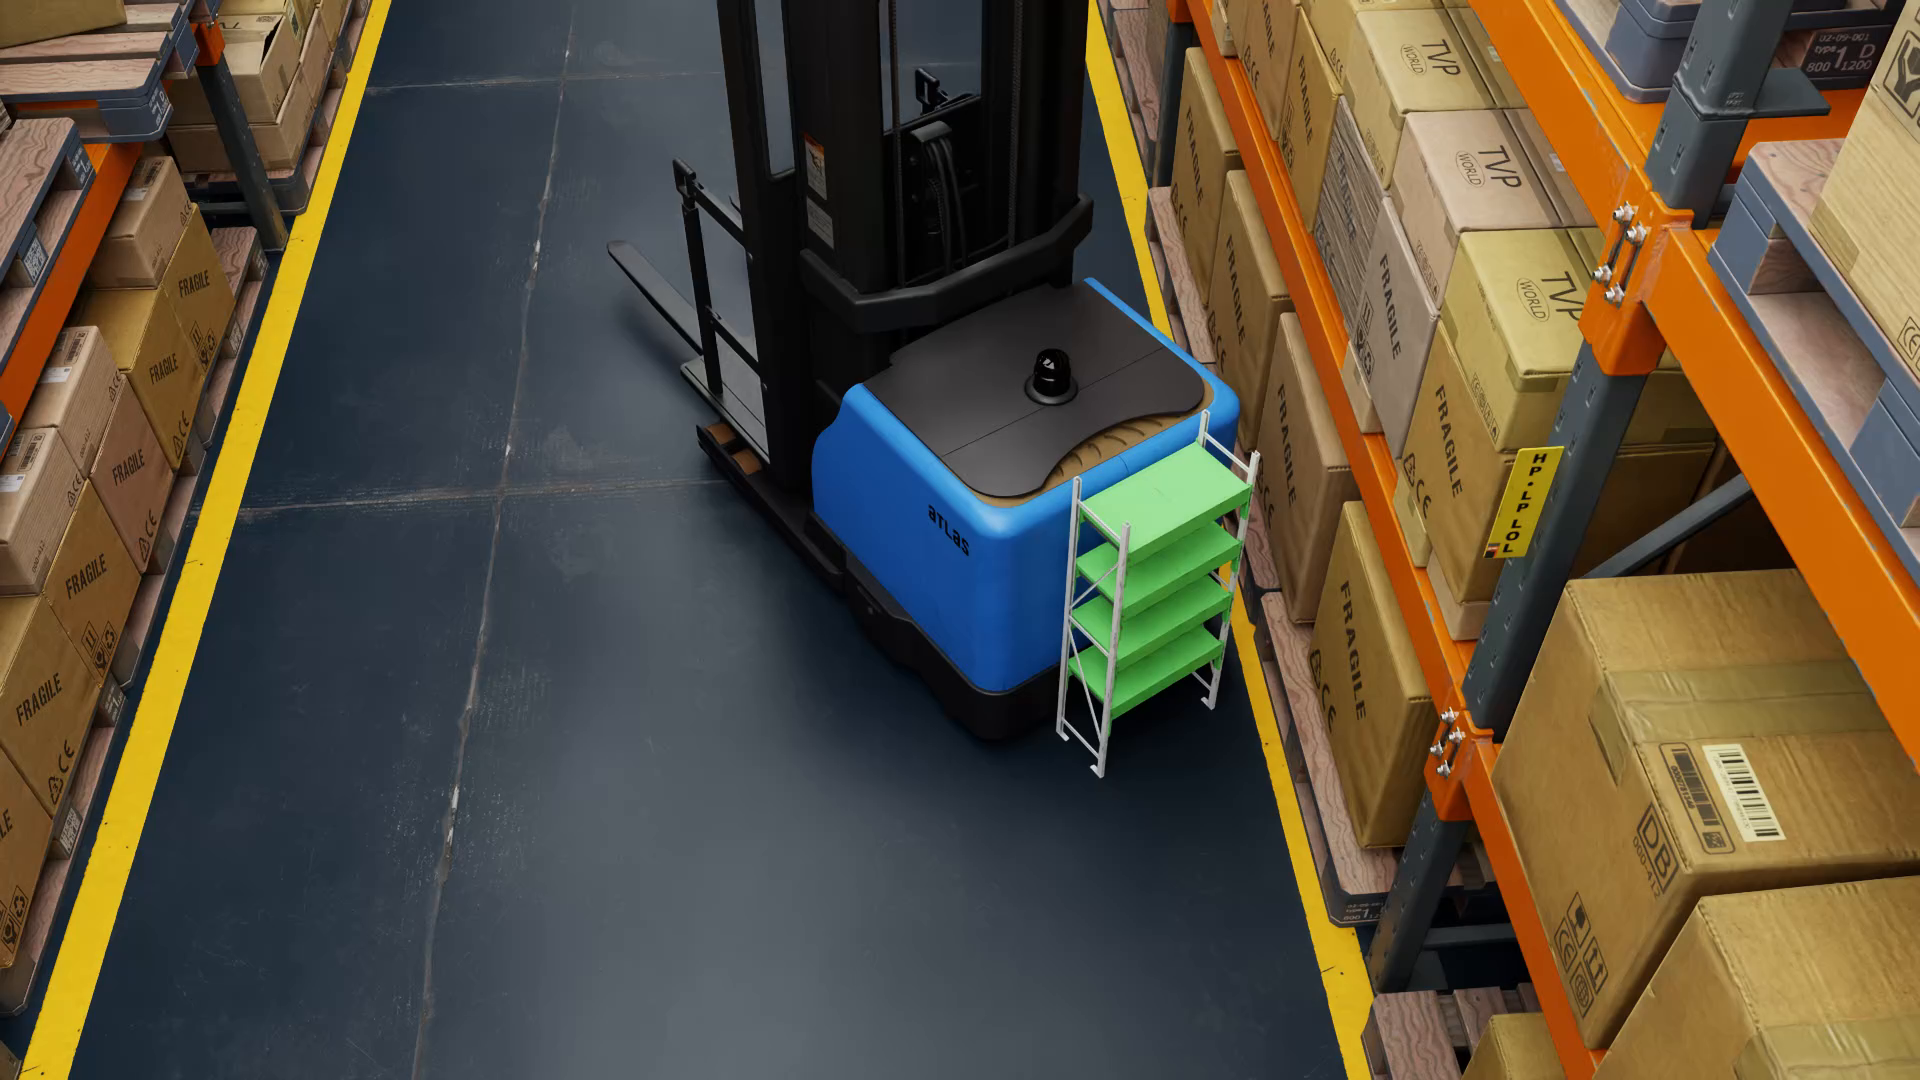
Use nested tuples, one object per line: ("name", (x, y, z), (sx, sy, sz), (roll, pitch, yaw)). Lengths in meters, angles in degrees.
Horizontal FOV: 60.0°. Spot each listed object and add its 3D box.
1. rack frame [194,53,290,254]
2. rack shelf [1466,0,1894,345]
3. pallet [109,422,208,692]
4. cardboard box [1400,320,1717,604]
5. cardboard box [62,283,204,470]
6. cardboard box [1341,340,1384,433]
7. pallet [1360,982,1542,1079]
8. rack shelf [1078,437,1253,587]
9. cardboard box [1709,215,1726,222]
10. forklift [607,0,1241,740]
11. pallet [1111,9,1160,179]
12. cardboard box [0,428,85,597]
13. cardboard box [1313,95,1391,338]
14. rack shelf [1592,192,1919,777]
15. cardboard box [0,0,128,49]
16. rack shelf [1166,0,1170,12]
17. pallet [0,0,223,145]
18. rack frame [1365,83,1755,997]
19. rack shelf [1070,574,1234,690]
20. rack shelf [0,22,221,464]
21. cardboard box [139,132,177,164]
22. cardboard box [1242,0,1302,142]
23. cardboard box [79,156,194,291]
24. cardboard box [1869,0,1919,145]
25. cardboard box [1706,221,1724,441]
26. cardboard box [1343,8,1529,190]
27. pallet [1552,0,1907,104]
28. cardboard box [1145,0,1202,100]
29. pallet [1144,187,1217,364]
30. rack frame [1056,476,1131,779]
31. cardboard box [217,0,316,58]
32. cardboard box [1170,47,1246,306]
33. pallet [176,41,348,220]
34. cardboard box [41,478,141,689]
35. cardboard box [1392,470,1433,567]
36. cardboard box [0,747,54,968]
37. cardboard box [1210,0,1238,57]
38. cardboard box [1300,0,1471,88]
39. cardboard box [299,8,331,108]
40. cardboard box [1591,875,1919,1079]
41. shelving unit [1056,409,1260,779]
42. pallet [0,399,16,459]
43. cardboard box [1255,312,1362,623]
("rack frame", (-3.540, -2.335, 6.395), (1.000, 3.000, 0.127), (-3, 47, -3))
("rack shelf", (1.564, -1.976, 4.485), (1.077, 0.370, 4.000), (-3, 47, -3))
("pallet", (-3.416, 0.047, 6.060), (1.003, 0.211, 1.213), (-3, 47, -3))
("cardboard box", (1.441, -0.207, 4.093), (0.500, 0.500, 0.500), (-4, 47, -4))
("cardboard box", (-3.184, -0.590, 6.161), (0.500, 0.500, 0.500), (-5, 47, -5))
("cardboard box", (1.319, -0.452, 4.771), (0.380, 0.149, 0.250), (-3, 47, -3))
("pallet", (1.717, 1.769, 4.429), (1.003, 0.211, 1.213), (-3, 47, -3))
("rack shelf", (0.599, -0.087, 4.933), (0.480, 0.148, 0.258), (-28, 52, -24))
("cardboard box", (1.902, -0.873, 4.207), (0.500, 0.250, 0.500), (-3, 47, -3))
("forklift", (-0.367, -1.379, 5.537), (1.130, 2.935, 3.031), (-28, 52, -24))
("pallet", (1.332, -2.245, 8.231), (1.003, 0.211, 1.213), (-3, 47, -3))
("cardboard box", (-3.086, -0.079, 5.161), (0.500, 0.250, 0.500), (-3, 47, -3))
("cardboard box", (1.355, -0.939, 4.786), (0.500, 0.500, 0.500), (-3, 47, -3))
("rack shelf", (1.899, 0.918, 1.744), (1.077, 0.370, 4.000), (-3, 47, -3))
("cardboard box", (-3.375, -2.065, 5.782), (0.700, 0.500, 0.500), (-18, 49, -16))
("rack shelf", (1.229, -3.838, 8.315), (1.077, 0.370, 4.000), (-3, 47, -3))
("pallet", (-3.413, -1.783, 6.005), (1.213, 0.211, 1.003), (-3, 47, -3))
("rack frame", (1.731, 0.255, 3.942), (1.000, 3.000, 0.127), (-3, 47, -3))
("rack shelf", (0.599, 0.243, 5.281), (0.480, 0.148, 0.258), (-28, 52, -24))
("rack shelf", (-3.372, -0.641, 5.286), (1.077, 0.370, 4.000), (-3, 47, -3))
("cardboard box", (-3.827, -1.900, 7.588), (0.500, 0.250, 0.500), (-2, 47, -2))
("cardboard box", (1.257, -1.677, 5.485), (0.500, 0.500, 0.500), (-4, 47, -3))
("cardboard box", (-3.218, -1.182, 6.205), (0.500, 0.250, 0.500), (-2, 47, -2))
("cardboard box", (1.511, -0.628, 1.942), (0.500, 0.500, 0.500), (-4, 47, -4))
("cardboard box", (1.952, -0.495, 3.849), (0.500, 0.250, 0.500), (-2, 47, -2))
("cardboard box", (1.361, -1.208, 4.524), (0.500, 0.250, 0.500), (-3, 47, -3))
("pallet", (1.605, -1.371, 3.548), (0.805, 0.209, 1.217), (-5, 47, -5))
("cardboard box", (1.284, -2.448, 7.921), (0.700, 0.500, 0.500), (-3, 47, -3))
("pallet", (1.387, -1.105, 7.151), (1.003, 0.211, 1.213), (-3, 47, -3))
("rack frame", (0.401, 0.303, 5.137), (0.015, 1.200, 0.240), (-28, 52, -24))
("cardboard box", (-3.343, -2.503, 7.773), (0.500, 0.311, 0.500), (-5, 47, -4))
("cardboard box", (1.327, -1.504, 6.800), (0.750, 0.750, 0.750), (-4, 47, -4))
("pallet", (-3.570, -1.974, 7.974), (1.003, 0.211, 1.213), (-3, 47, -3))
("cardboard box", (-3.093, 0.155, 5.456), (0.500, 0.500, 0.500), (-3, 47, -3))
("cardboard box", (1.376, -0.074, 4.413), (0.380, 0.149, 0.250), (-3, 47, -3))
("cardboard box", (-3.002, 0.903, 4.748), (0.500, 0.500, 0.500), (-5, 47, -5))
("cardboard box", (1.143, -1.927, 6.168), (0.380, 0.149, 0.250), (-2, 47, -2))
("cardboard box", (1.318, -1.577, 4.873), (0.500, 0.250, 0.500), (-4, 47, -4))
("cardboard box", (-3.334, -2.294, 7.961), (0.500, 0.250, 0.500), (-5, 47, -4))
("cardboard box", (1.816, 1.074, 2.960), (0.980, 0.700, 0.700), (-5, 47, -4))
("shelving unit", (0.599, 0.199, 5.235), (0.503, 1.200, 0.258), (-28, 52, -24))
("pallet", (-3.163, 0.040, 4.278), (1.003, 0.211, 1.213), (-3, 47, -3))
("cardboard box", (1.470, -0.255, 5.617), (0.750, 0.750, 0.750), (-2, 47, -2))
